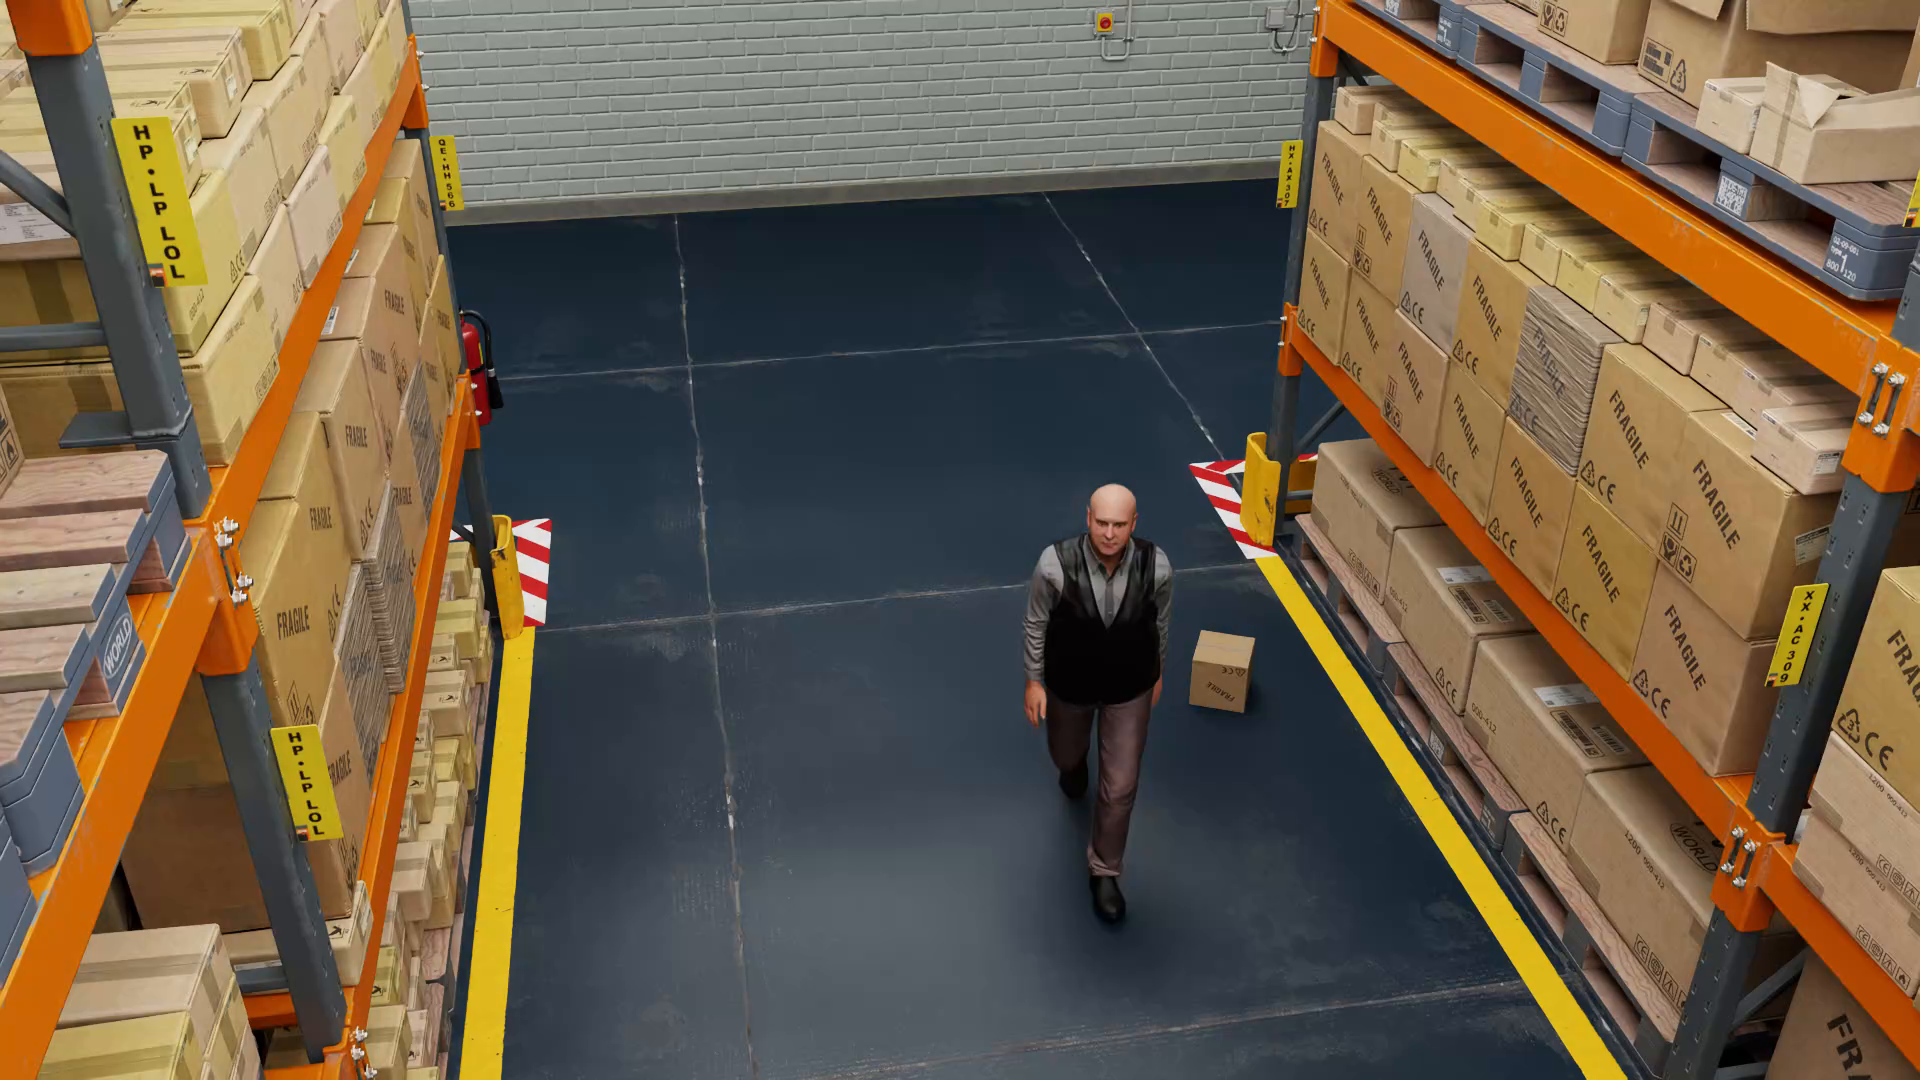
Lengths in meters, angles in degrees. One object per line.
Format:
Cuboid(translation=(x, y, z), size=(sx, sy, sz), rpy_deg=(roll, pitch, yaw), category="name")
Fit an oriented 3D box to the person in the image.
Cuboid(translation=(0.506, 0.508, 6.296), size=(0.552, 1.690, 0.951), rpy_deg=(1, 31, 2), category="person")
